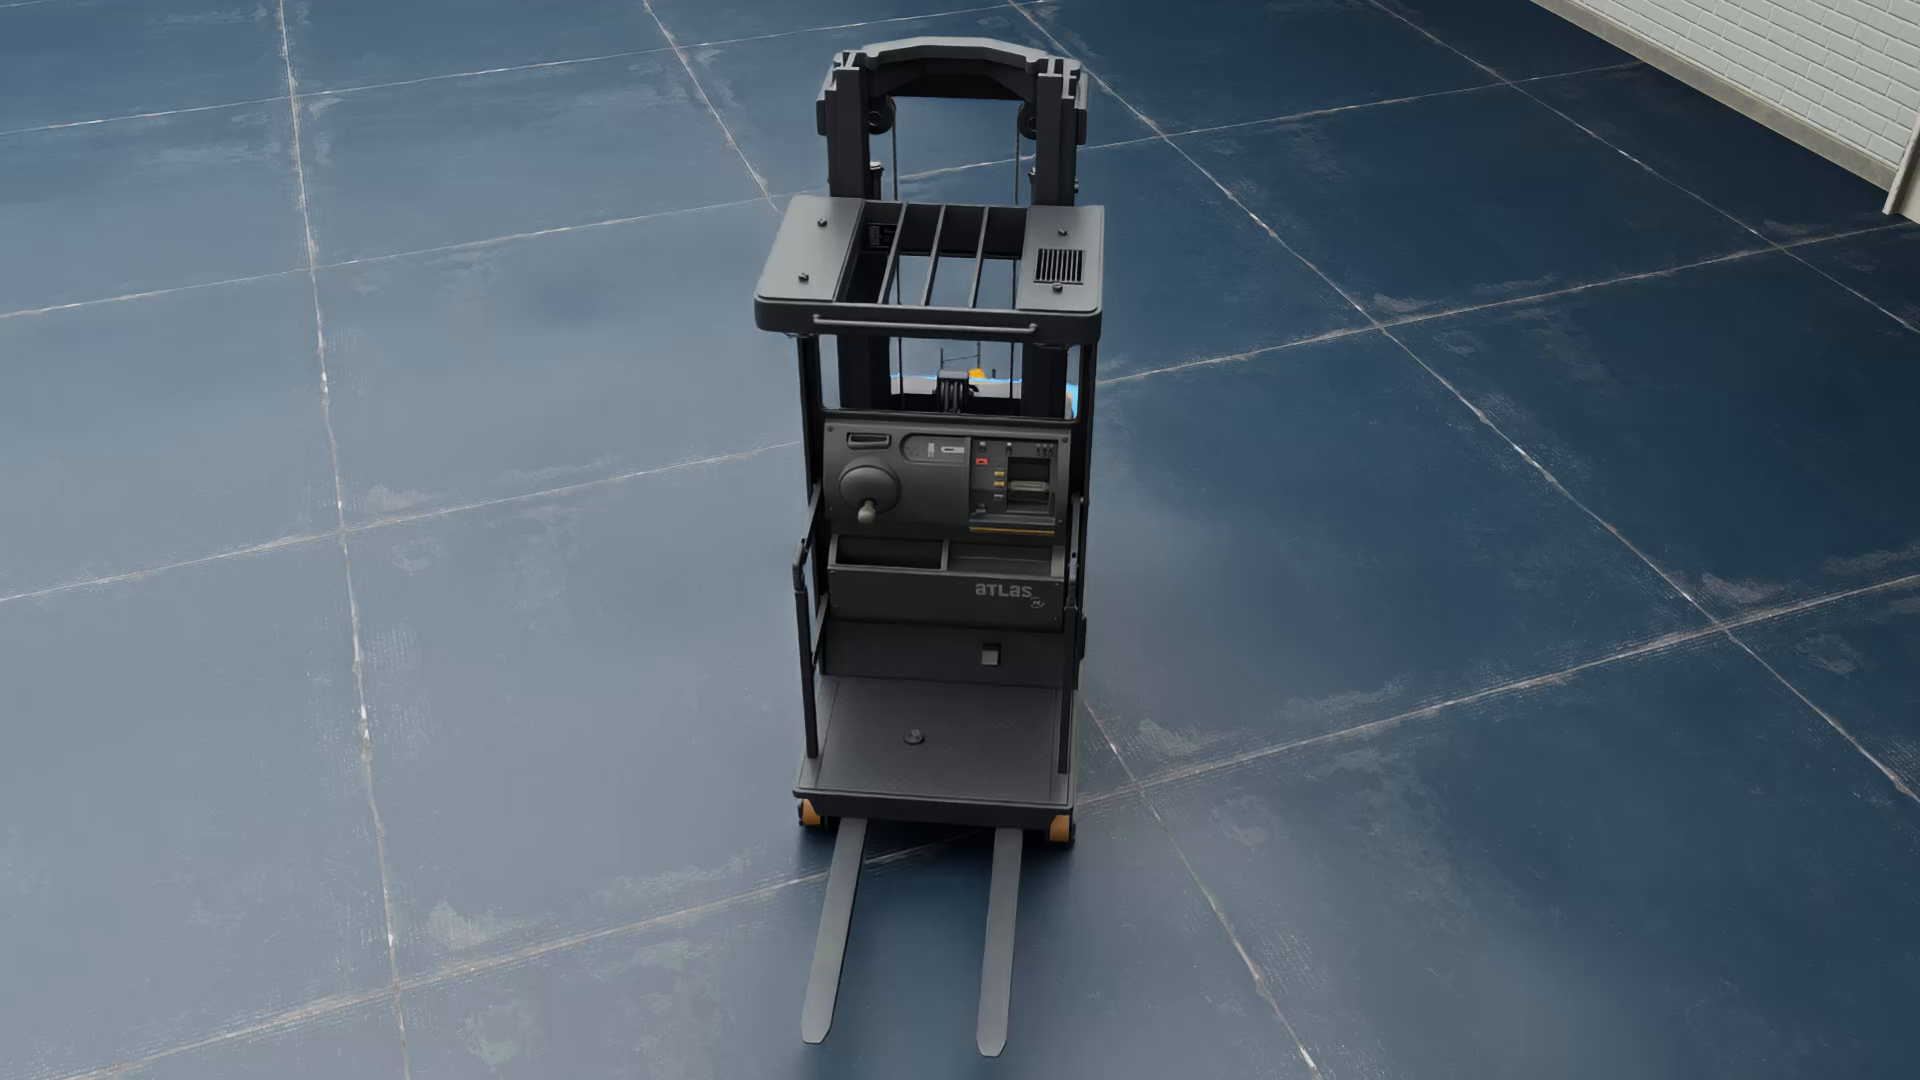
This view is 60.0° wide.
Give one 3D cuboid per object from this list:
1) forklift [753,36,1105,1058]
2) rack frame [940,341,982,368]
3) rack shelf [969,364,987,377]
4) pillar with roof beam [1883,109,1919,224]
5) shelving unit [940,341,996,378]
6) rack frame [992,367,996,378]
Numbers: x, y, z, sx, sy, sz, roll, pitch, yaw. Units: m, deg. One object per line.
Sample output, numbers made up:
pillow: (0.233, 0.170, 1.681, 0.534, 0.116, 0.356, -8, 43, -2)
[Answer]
forklift: (-0.068, -0.170, 6.100, 1.130, 2.935, 3.031, 3, 37, 4)
rack frame: (0.004, -0.498, 8.100, 0.200, 1.050, 0.008, -9, 38, -12)
rack shelf: (0.036, -0.646, 7.841, 0.215, 0.259, 0.240, -9, 38, -12)
pillar with roof beam: (2.417, -4.852, 7.272, 9.100, 9.000, 0.400, -12, 39, -16)
shelving unit: (0.036, -0.428, 8.006, 0.215, 1.050, 0.252, -9, 38, -12)
rack frame: (0.069, -0.357, 7.912, 0.200, 1.050, 0.008, -9, 38, -12)
